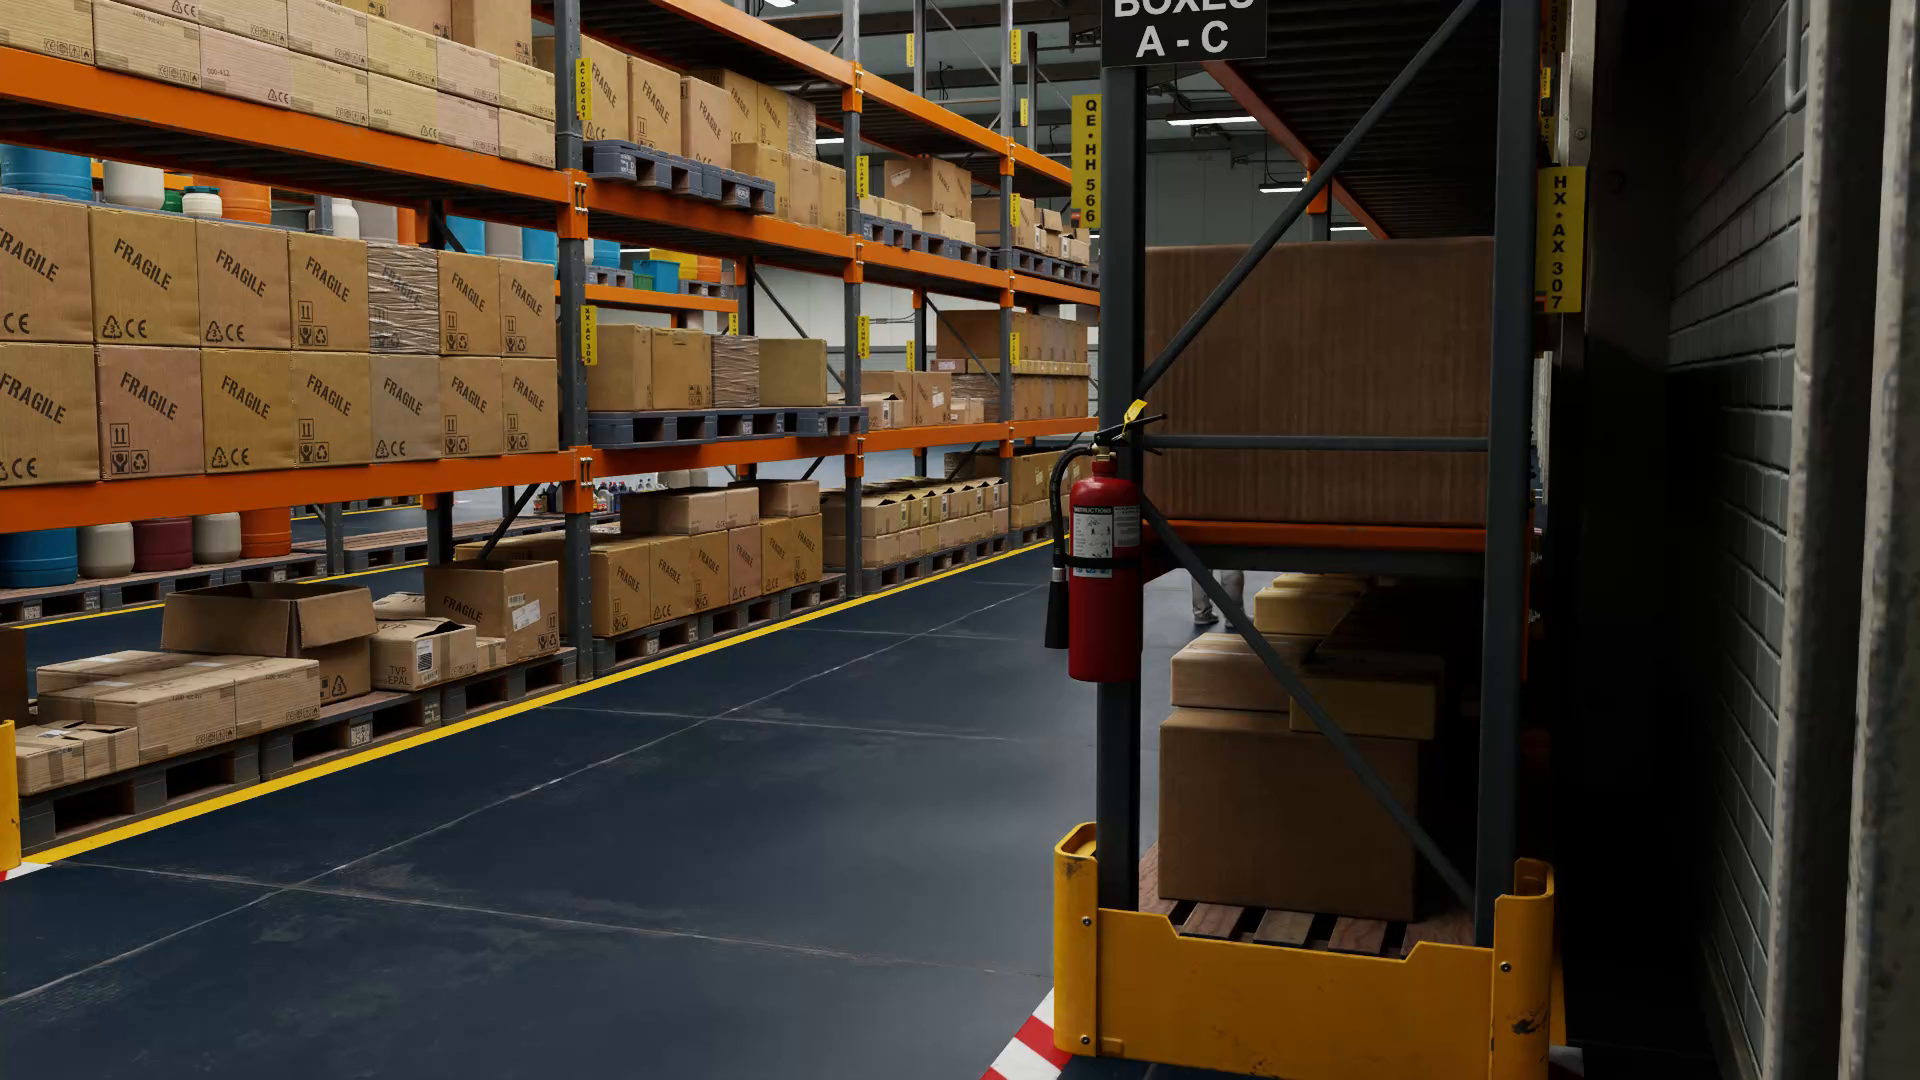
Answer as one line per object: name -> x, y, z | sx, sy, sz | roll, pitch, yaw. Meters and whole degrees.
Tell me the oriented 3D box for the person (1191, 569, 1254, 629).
person -> 1.814, -0.287, 11.519 | 0.567, 1.771, 0.378 | 4, 7, 38
